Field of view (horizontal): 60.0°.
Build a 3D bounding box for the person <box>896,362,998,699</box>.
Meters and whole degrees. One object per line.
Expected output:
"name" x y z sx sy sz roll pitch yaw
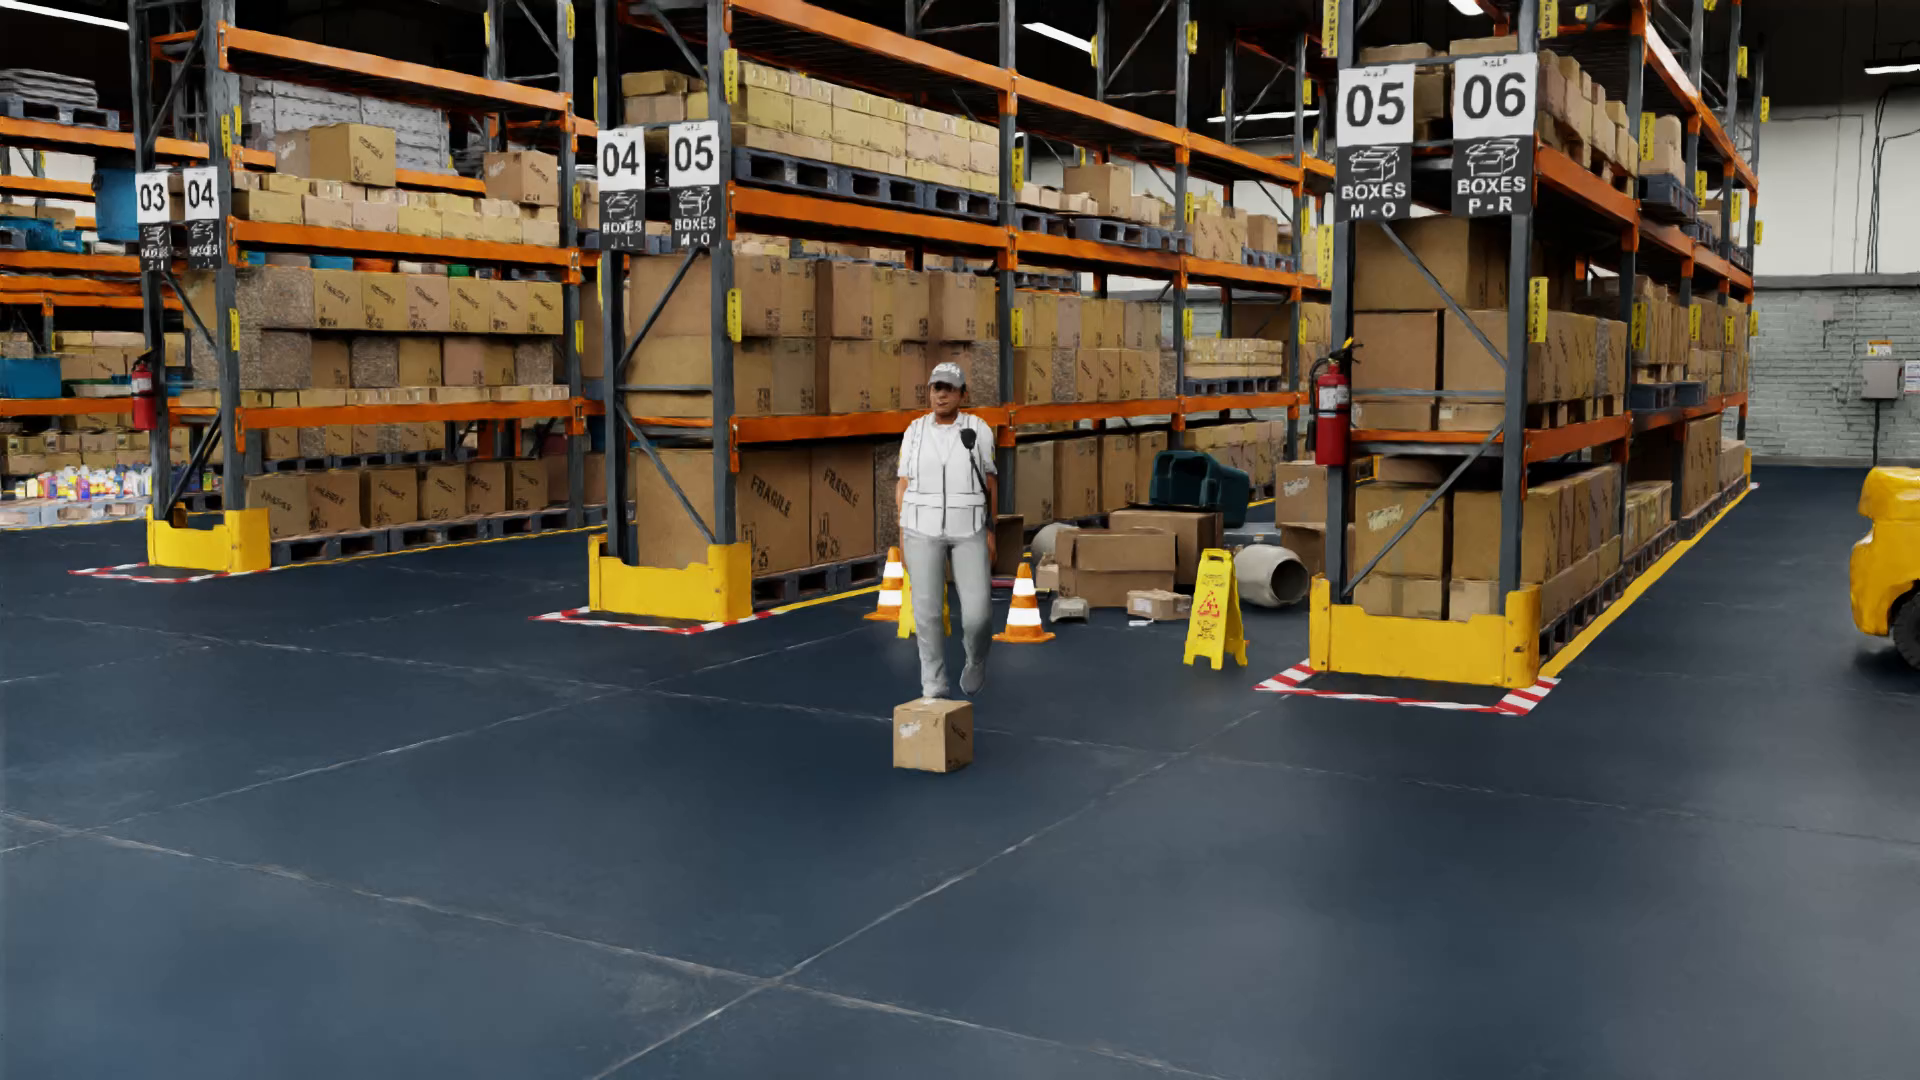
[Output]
"person" -0.065 -0.012 7.849 0.484 1.648 0.571 0 6 3
